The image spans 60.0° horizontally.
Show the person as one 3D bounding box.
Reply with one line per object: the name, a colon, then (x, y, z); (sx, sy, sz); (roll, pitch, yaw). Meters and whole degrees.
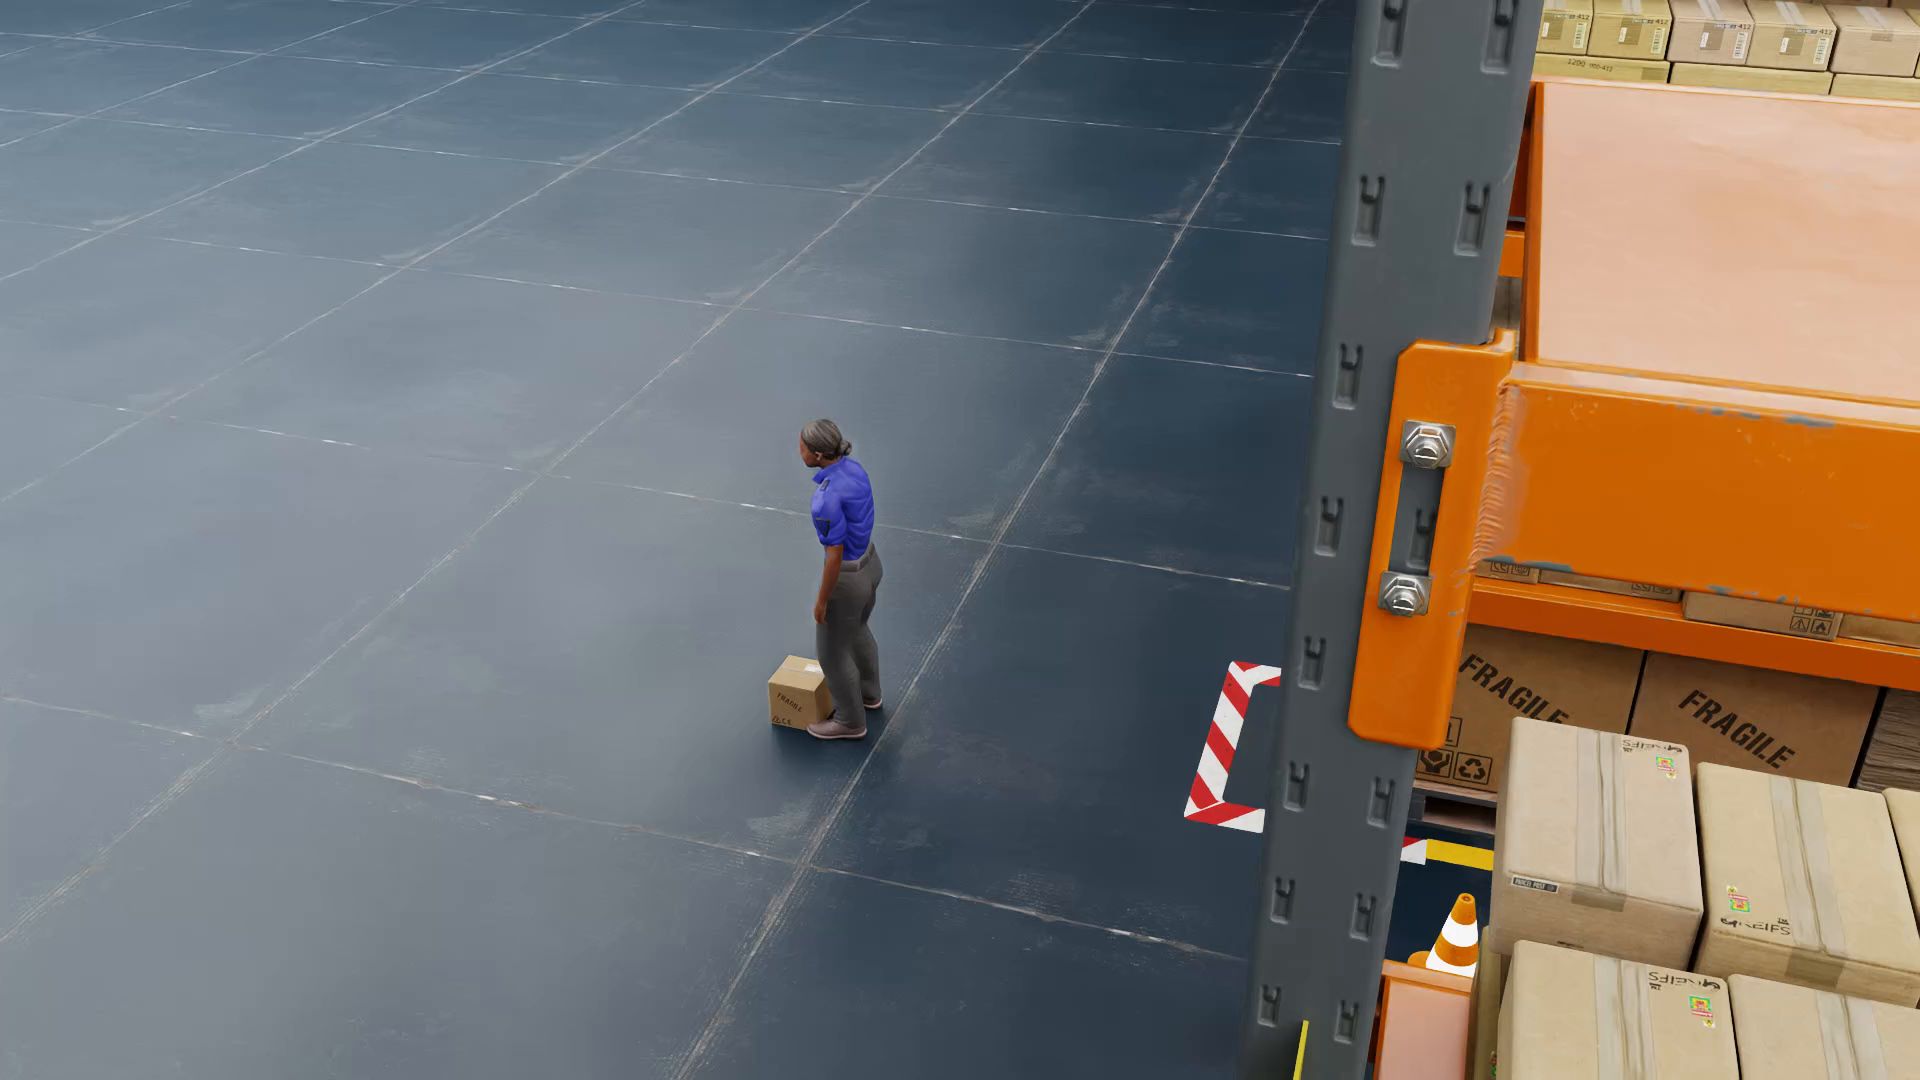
person: (-0.555, 0.176, 7.820); (0.351, 1.655, 0.521); (8, 30, 14)
